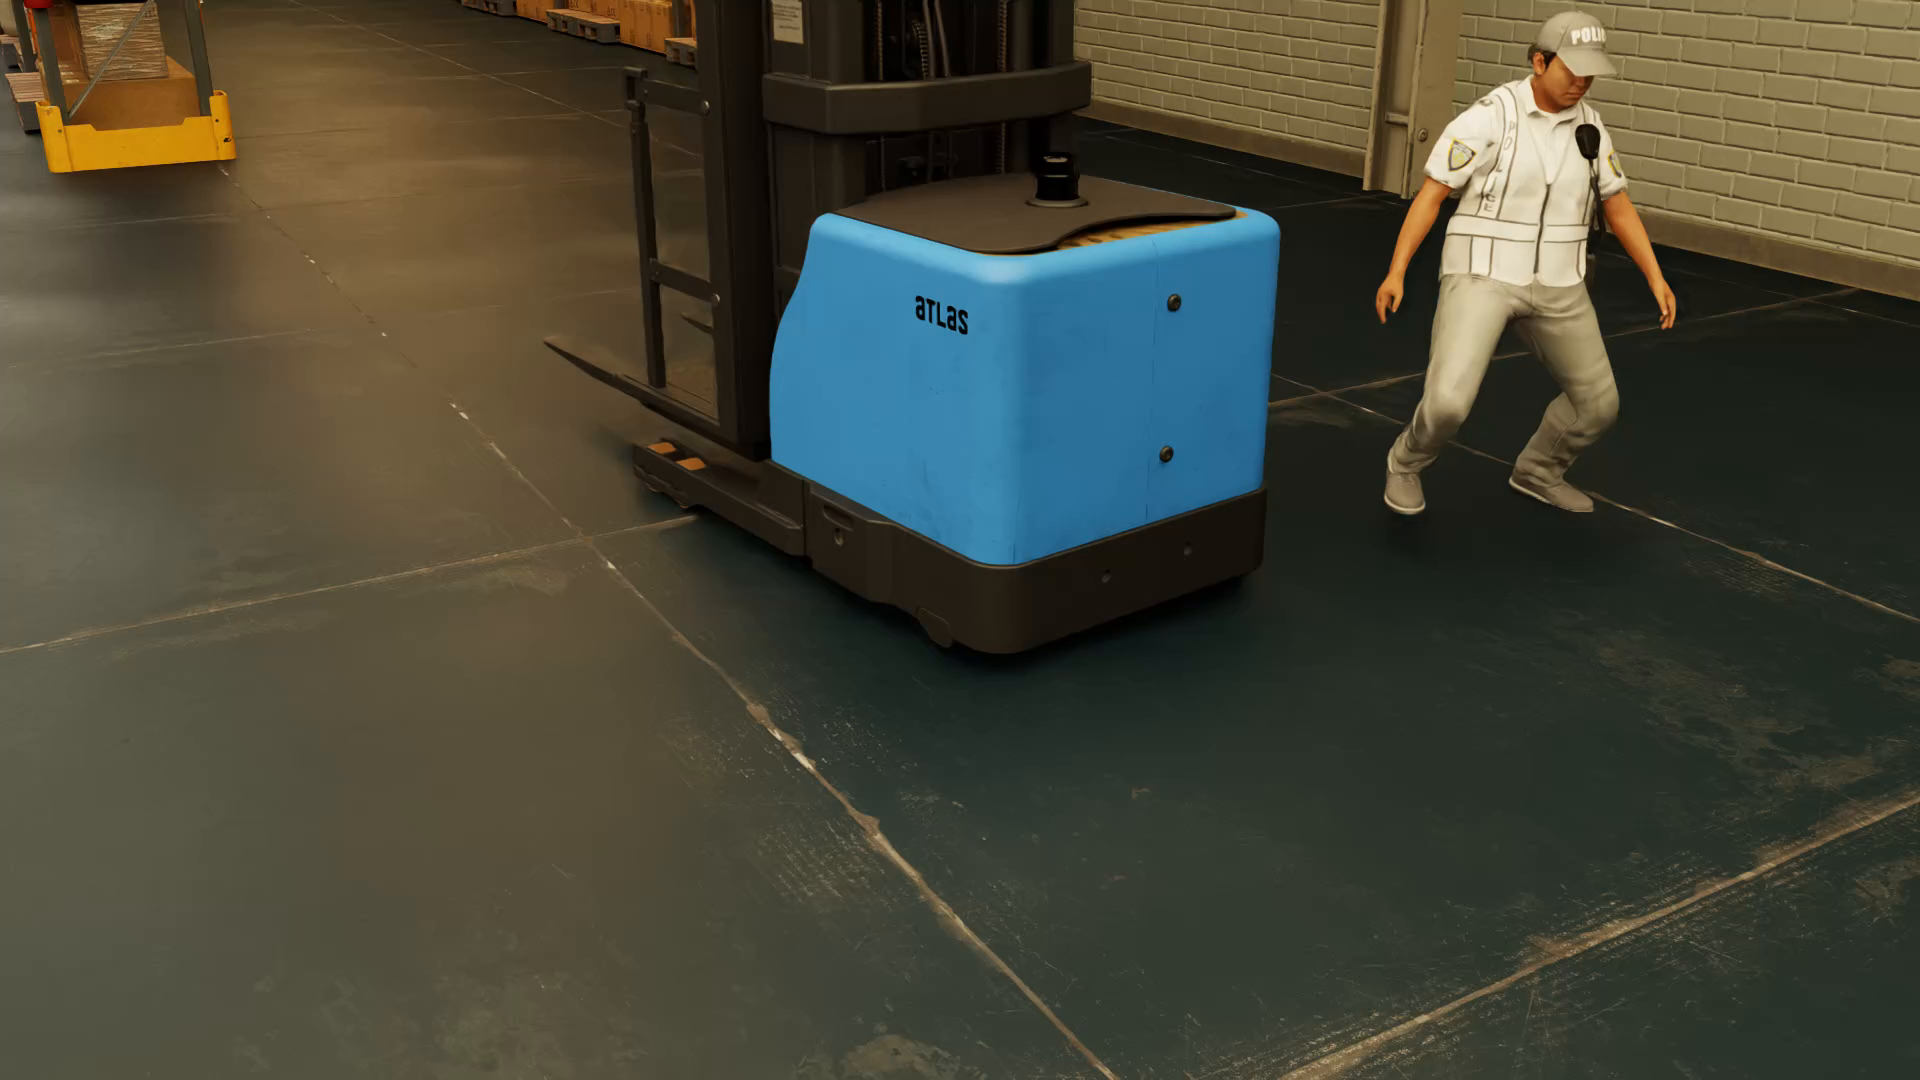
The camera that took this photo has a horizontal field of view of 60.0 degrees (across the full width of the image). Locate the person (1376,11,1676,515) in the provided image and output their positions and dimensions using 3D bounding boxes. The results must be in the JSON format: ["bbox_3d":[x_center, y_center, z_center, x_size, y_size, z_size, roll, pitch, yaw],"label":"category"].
[{"bbox_3d":[1.688,-0.771,4.998,0.865,1.568,0.587,-2,22,-4],"label":"person"}]

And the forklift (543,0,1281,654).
[{"bbox_3d":[-0.429,-1.557,5.069,1.130,2.935,3.031,-16,27,-35],"label":"forklift"}]
